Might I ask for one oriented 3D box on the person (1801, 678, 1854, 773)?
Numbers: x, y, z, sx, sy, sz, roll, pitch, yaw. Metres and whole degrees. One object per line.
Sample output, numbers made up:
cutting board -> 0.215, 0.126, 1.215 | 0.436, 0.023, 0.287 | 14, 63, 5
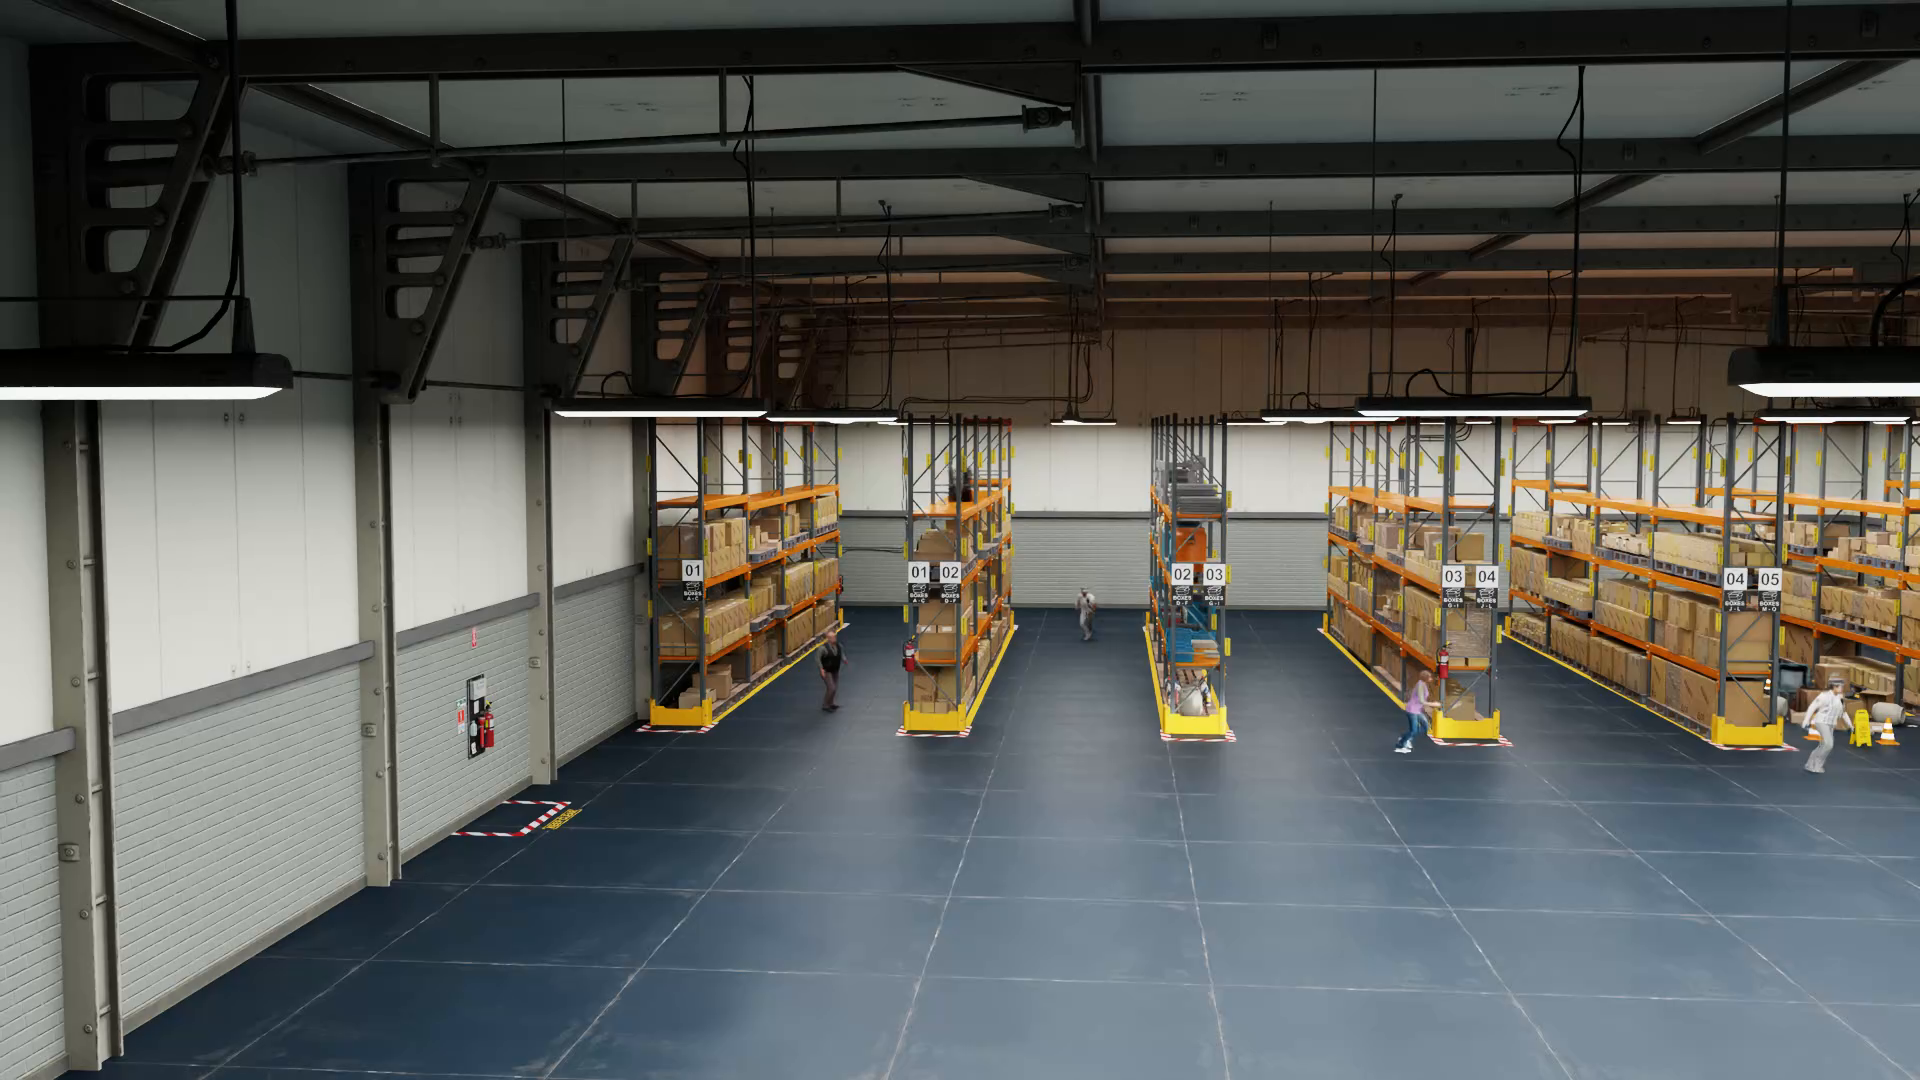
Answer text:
person -> 14.322, 3.059, 27.457 | 0.570, 1.604, 0.701 | -2, 4, -24

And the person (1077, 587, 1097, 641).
person -> 3.472, 1.969, 44.994 | 0.568, 1.472, 1.046 | 1, 4, 21

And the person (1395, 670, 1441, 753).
person -> 8.047, 3.010, 29.191 | 0.777, 1.494, 0.536 | 2, 4, 25

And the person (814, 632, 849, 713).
person -> -2.574, 2.659, 33.547 | 0.809, 1.664, 0.692 | 3, 5, 38
